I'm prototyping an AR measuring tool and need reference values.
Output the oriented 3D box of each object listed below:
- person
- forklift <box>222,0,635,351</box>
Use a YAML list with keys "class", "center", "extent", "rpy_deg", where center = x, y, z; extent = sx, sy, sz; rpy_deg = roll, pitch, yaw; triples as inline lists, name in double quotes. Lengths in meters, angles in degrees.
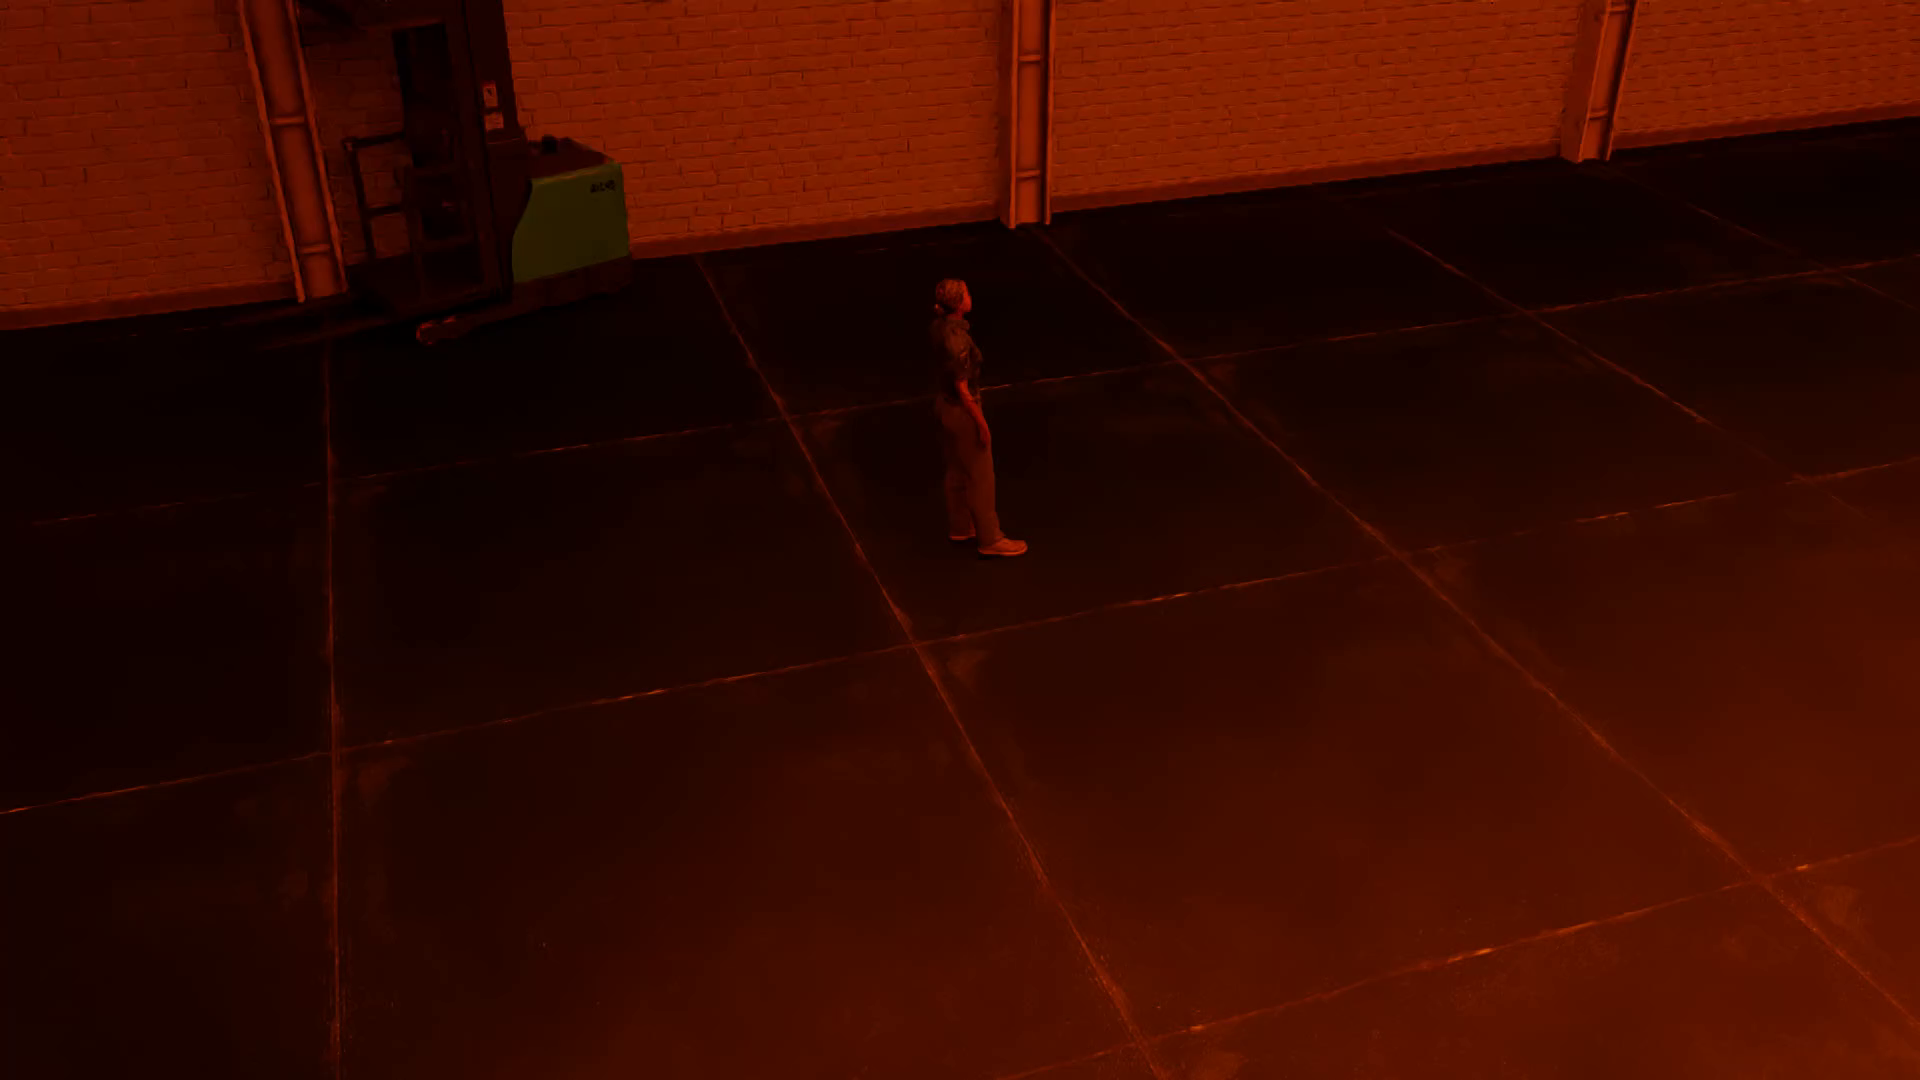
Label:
- class: "person"
  center: [0.089, -0.728, 9.618]
  extent: [0.503, 1.654, 0.570]
  rpy_deg: [-10, 31, -16]
- class: "forklift"
  center: [-4.112, -3.037, 12.366]
  extent: [3.031, 2.935, 1.130]
  rpy_deg: [-22, 36, -33]
